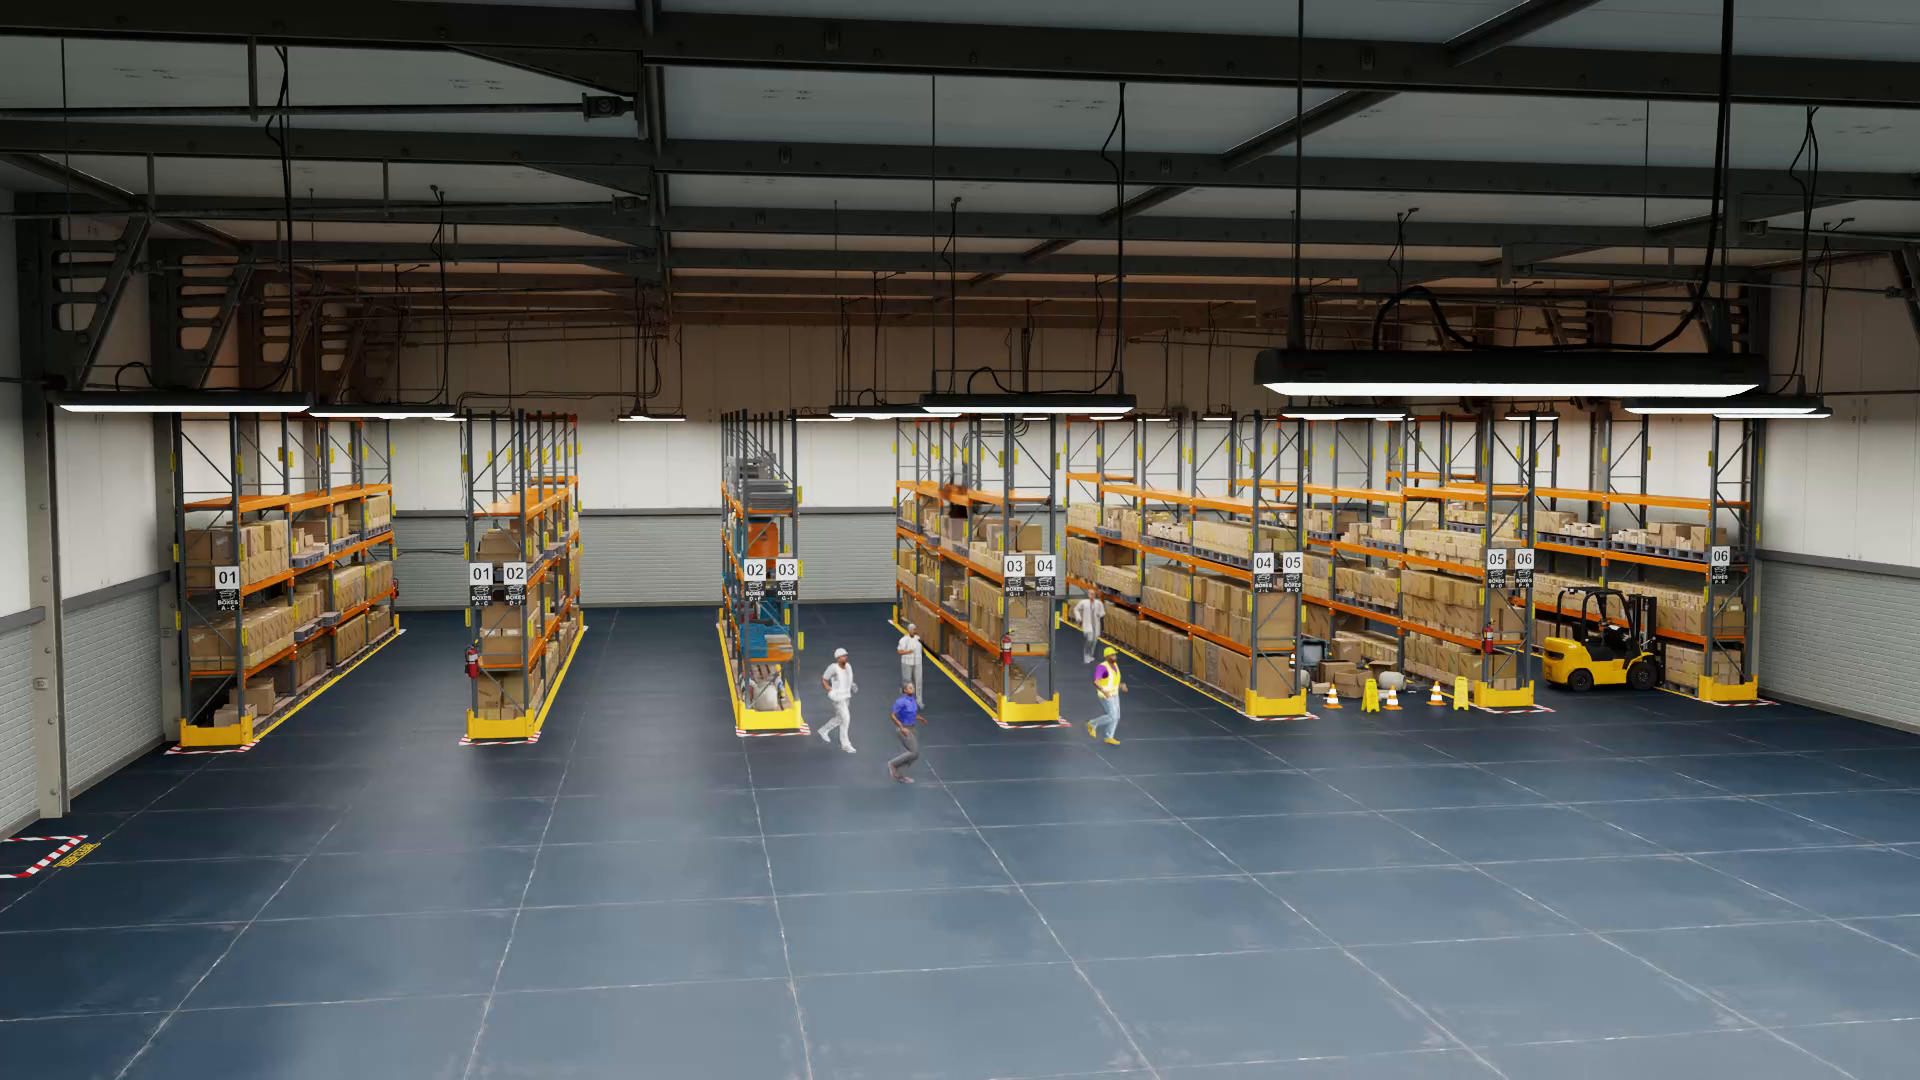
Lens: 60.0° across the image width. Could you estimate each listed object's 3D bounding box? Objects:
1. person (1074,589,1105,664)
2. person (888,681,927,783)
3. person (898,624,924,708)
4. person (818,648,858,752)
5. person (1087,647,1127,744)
[{"bbox_3d":[3.138,2.072,39.720,0.683,1.783,0.748,-1,4,-14],"label":"person"},{"bbox_3d":[-0.823,3.071,26.591,0.578,1.613,0.567,2,4,23],"label":"person"},{"bbox_3d":[-0.974,2.517,33.588,0.602,1.663,0.913,-1,4,-20],"label":"person"},{"bbox_3d":[-2.155,2.793,29.261,0.859,1.808,0.665,2,5,31],"label":"person"},{"bbox_3d":[2.645,2.784,29.855,0.635,1.737,0.693,3,5,32],"label":"person"}]
